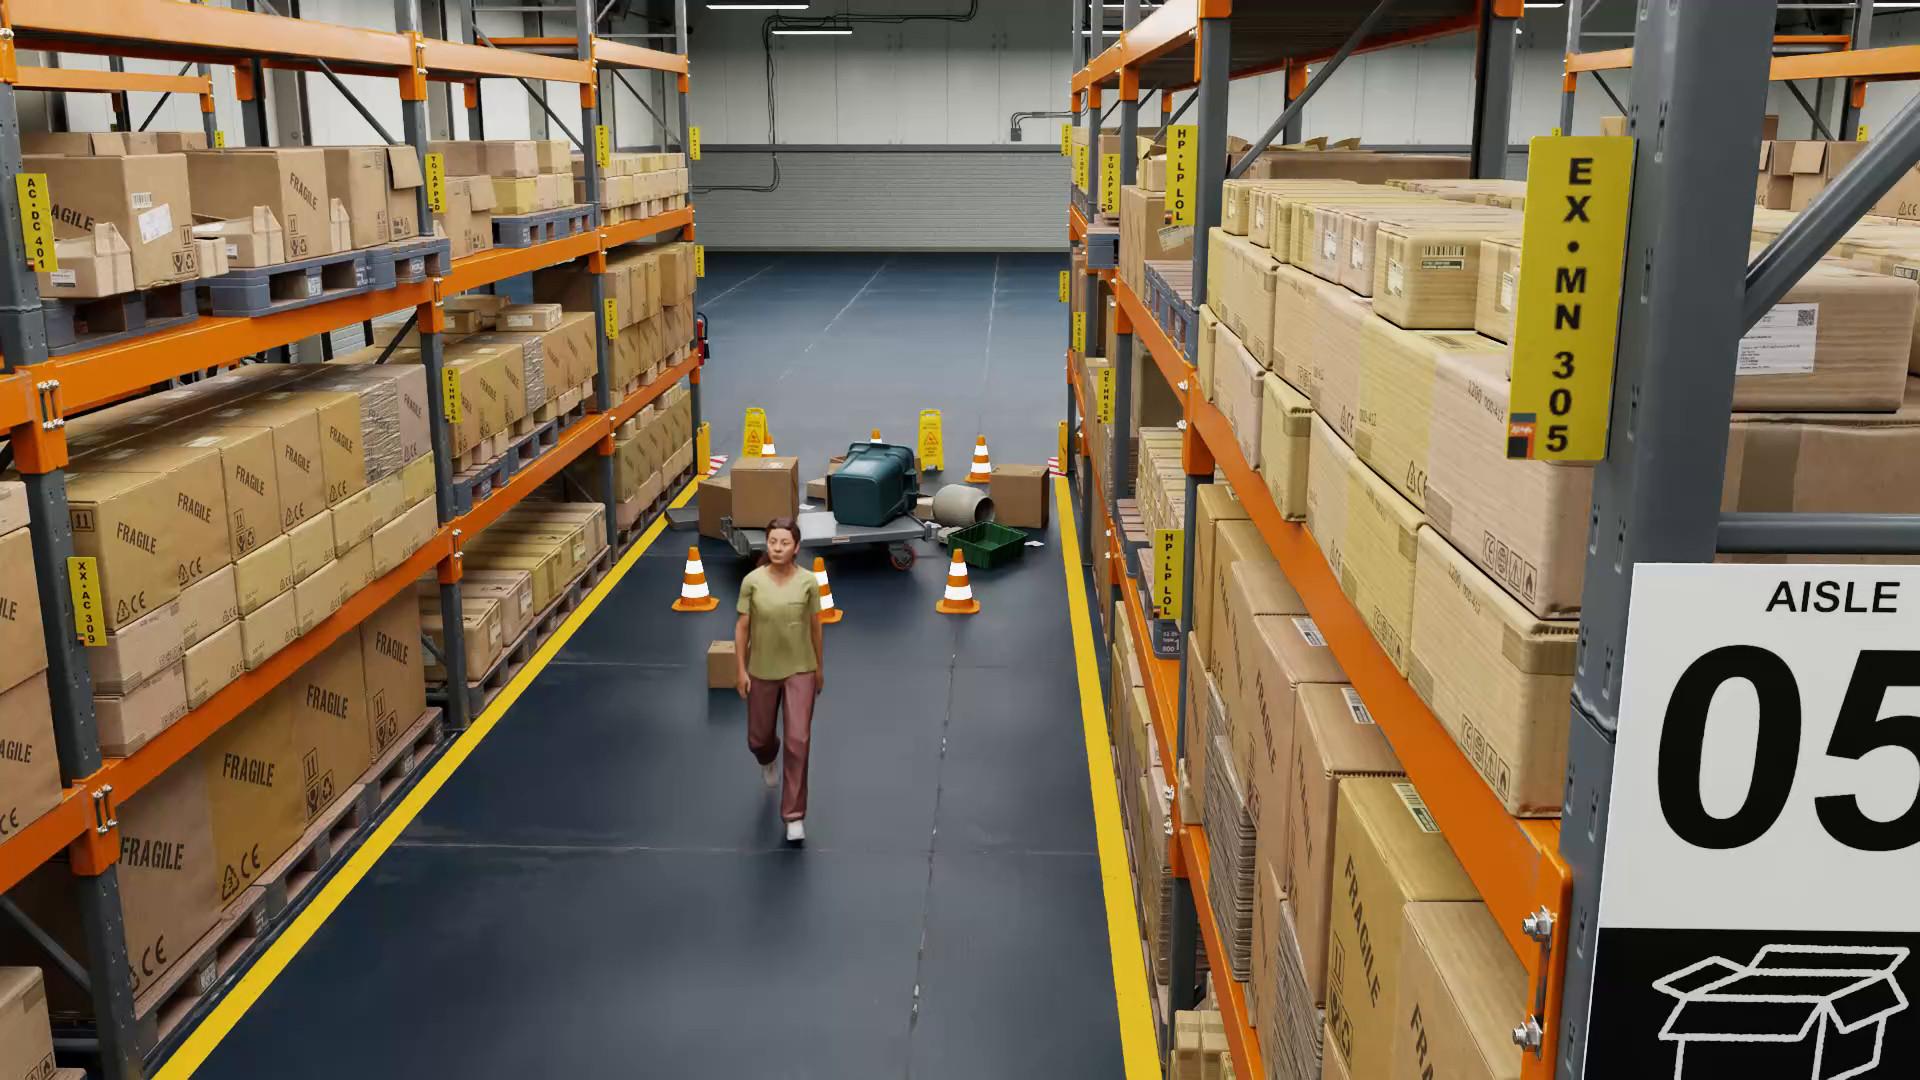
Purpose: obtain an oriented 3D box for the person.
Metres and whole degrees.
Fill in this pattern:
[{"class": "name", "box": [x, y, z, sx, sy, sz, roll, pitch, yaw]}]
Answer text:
[{"class": "person", "box": [-0.948, 0.680, 8.753, 0.456, 1.635, 0.866, -1, 14, -3]}]
